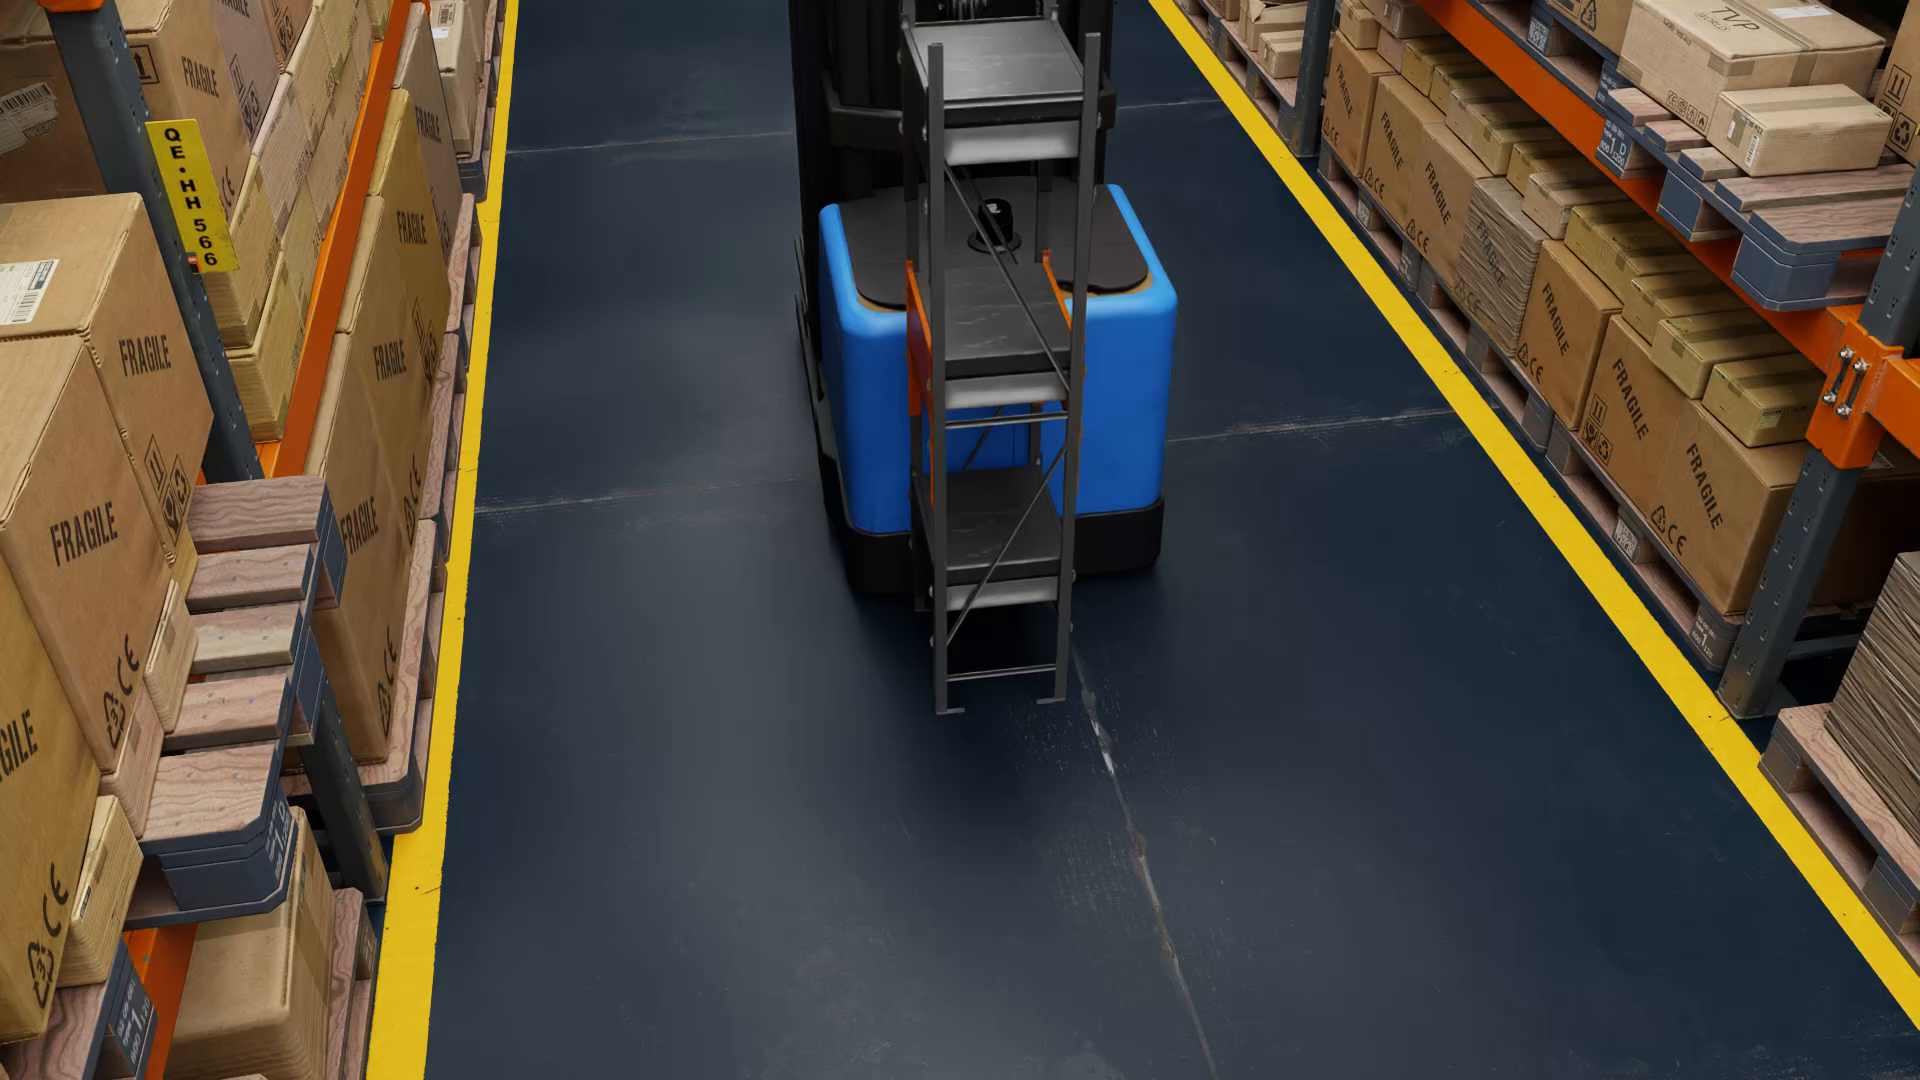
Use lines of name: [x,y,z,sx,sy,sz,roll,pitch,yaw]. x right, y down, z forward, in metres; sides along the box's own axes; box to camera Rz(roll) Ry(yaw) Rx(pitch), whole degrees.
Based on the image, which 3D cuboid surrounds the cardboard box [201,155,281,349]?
cardboard box: [-1.900,-0.658,3.866,0.500,0.250,0.500,-6,38,-8]

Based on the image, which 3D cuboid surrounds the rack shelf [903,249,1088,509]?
rack shelf: [0.087,-0.453,4.644,0.431,0.518,0.480,-6,38,-7]

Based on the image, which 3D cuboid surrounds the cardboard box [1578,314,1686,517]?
cardboard box: [2.469,-0.437,5.563,0.500,0.500,0.500,-7,38,-9]

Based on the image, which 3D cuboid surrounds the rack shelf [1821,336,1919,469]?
rack shelf: [3.182,0.769,2.901,1.077,0.370,4.000,-6,38,-8]

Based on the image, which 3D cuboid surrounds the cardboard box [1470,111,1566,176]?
cardboard box: [2.222,-1.547,6.462,0.380,0.149,0.250,-5,38,-6]

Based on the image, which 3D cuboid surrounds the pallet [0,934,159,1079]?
pallet: [-1.667,1.080,2.071,1.003,0.211,1.213,-6,38,-8]

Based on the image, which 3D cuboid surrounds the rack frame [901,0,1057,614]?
rack frame: [0.049,-0.612,4.826,0.400,2.100,0.015,-6,38,-7]

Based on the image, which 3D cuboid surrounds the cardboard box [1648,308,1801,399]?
cardboard box: [2.417,-0.590,5.231,0.380,0.149,0.250,-8,39,-10]

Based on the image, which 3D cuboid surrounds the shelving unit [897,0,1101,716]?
shelving unit: [0.087,-0.464,4.636,0.431,2.100,0.503,-6,38,-7]

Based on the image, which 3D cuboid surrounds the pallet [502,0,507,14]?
pallet: [-3.240,-3.443,10.010,1.003,0.211,1.213,-6,38,-8]

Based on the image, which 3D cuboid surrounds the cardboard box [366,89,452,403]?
cardboard box: [-2.402,-1.019,6.006,0.875,0.875,0.875,-5,38,-7]

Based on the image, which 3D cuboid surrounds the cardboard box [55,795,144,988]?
cardboard box: [-1.460,0.538,2.474,0.380,0.149,0.250,-6,38,-7]

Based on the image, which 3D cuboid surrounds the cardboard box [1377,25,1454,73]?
cardboard box: [2.056,-2.170,7.264,0.380,0.149,0.250,-7,38,-9]

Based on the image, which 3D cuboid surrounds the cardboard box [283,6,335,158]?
cardboard box: [-2.065,-1.272,4.657,0.500,0.250,0.500,-6,38,-8]

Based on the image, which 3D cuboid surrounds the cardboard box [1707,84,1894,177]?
cardboard box: [2.339,-1.145,4.641,0.380,0.149,0.250,-6,38,-7]

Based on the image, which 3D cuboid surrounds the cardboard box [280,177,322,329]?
cardboard box: [-2.000,-0.758,4.403,0.500,0.250,0.500,-7,38,-9]

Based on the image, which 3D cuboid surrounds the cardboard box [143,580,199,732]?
cardboard box: [-1.559,0.221,2.883,0.380,0.149,0.250,-7,38,-8]

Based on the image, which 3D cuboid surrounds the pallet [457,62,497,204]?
pallet: [-2.812,-1.969,8.113,1.003,0.211,1.213,-6,38,-8]

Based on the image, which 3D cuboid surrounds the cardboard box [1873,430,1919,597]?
cardboard box: [3.034,-0.186,5.240,0.500,0.500,0.500,-5,38,-6]

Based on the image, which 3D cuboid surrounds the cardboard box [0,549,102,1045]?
cardboard box: [-1.510,0.351,2.187,0.500,0.500,0.500,-9,39,-11]

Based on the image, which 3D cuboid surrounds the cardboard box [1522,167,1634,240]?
cardboard box: [2.291,-1.233,6.058,0.380,0.149,0.250,-8,39,-10]

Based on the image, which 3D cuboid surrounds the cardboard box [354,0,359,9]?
cardboard box: [-2.247,-1.888,5.449,0.500,0.250,0.500,-5,38,-7]

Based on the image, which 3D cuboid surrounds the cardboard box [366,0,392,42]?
cardboard box: [-2.341,-1.992,5.991,0.500,0.250,0.500,-7,38,-9]

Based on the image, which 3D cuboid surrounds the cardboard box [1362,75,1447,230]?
cardboard box: [2.097,-1.681,7.164,0.500,0.500,0.500,-7,38,-9]

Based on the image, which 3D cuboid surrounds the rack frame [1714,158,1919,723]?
rack frame: [2.832,-0.723,4.236,1.000,3.000,0.127,-6,38,-8]

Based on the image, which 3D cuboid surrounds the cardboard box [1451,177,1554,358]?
cardboard box: [2.265,-1.065,6.371,0.500,0.500,0.500,-8,38,-10]

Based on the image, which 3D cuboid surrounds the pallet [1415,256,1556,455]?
pallet: [2.528,-0.812,6.623,1.003,0.211,1.213,-6,38,-8]

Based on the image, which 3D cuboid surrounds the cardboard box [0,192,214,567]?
cardboard box: [-1.701,-0.265,2.980,0.500,0.500,0.500,-7,38,-9]

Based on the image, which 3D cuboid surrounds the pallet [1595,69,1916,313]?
pallet: [2.644,-1.049,4.812,1.213,0.211,1.003,-6,38,-8]

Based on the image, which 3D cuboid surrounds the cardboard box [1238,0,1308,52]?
cardboard box: [1.681,-2.746,8.725,0.396,0.266,0.258,-5,38,-6]

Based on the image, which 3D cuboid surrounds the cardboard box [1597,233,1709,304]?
cardboard box: [2.413,-0.919,5.654,0.380,0.149,0.250,-5,38,-7]

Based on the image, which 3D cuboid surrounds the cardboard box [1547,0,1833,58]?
cardboard box: [2.363,-1.896,5.318,0.797,0.503,0.637,-7,38,-9]

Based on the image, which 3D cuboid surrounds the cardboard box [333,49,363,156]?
cardboard box: [-2.176,-1.374,5.195,0.500,0.250,0.500,-6,38,-8]

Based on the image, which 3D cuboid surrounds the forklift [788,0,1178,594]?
forklift: [-0.066,-1.883,5.784,1.130,2.935,3.031,-6,38,-7]

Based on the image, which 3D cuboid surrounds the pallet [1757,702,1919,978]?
pallet: [2.938,0.880,4.446,1.003,0.211,1.213,-6,38,-8]

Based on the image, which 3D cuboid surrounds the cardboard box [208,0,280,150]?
cardboard box: [-1.997,-1.244,4.010,0.500,0.500,0.500,-6,38,-8]

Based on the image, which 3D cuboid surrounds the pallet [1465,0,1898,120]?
pallet: [2.486,-1.821,5.806,1.003,0.211,1.213,-6,38,-8]

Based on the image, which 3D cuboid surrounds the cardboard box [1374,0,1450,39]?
cardboard box: [2.024,-2.294,7.182,0.380,0.149,0.250,-8,39,-10]

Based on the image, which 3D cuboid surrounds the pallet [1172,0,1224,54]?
pallet: [1.794,-3.191,9.686,1.003,0.211,1.213,-6,38,-8]

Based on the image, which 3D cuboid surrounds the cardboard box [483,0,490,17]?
cardboard box: [-3.074,-3.233,9.213,0.875,0.438,0.875,-5,38,-7]

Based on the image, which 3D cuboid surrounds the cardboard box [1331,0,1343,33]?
cardboard box: [2.247,-2.667,8.588,0.500,0.311,0.500,-5,38,-6]

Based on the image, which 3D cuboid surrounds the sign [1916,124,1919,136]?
sign: [2.299,-1.085,3.822,0.100,0.325,0.005,-6,38,-8]

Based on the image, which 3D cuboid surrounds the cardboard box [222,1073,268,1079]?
cardboard box: [-1.828,1.472,3.210,0.950,0.372,0.625,-7,38,-9]

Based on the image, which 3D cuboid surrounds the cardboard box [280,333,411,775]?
cardboard box: [-2.094,0.060,4.617,0.875,0.875,0.875,-7,38,-8]

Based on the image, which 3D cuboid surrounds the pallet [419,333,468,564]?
pallet: [-2.329,-0.305,5.971,1.003,0.211,1.213,-6,38,-8]

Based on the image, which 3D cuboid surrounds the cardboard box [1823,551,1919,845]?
cardboard box: [2.928,0.427,4.348,0.875,0.625,0.625,-5,38,-7]

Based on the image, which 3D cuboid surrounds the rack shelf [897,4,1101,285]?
rack shelf: [0.087,-1.006,4.215,0.431,0.518,0.480,-6,38,-7]

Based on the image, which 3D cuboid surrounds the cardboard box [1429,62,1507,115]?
cardboard box: [2.174,-1.852,6.855,0.380,0.149,0.250,-7,38,-9]

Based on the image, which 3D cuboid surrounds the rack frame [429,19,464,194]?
rack frame: [-2.756,-2.603,6.655,1.000,3.000,0.127,-6,38,-8]

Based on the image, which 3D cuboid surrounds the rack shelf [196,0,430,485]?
rack shelf: [-2.405,-1.111,5.321,1.077,0.370,4.000,-6,38,-8]

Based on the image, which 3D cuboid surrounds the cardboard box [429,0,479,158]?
cardboard box: [-2.760,-2.148,7.815,0.875,0.438,0.875,-7,38,-9]

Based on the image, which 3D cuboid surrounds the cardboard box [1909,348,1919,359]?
cardboard box: [3.047,-0.506,5.123,0.380,0.149,0.250,-4,38,-6]
